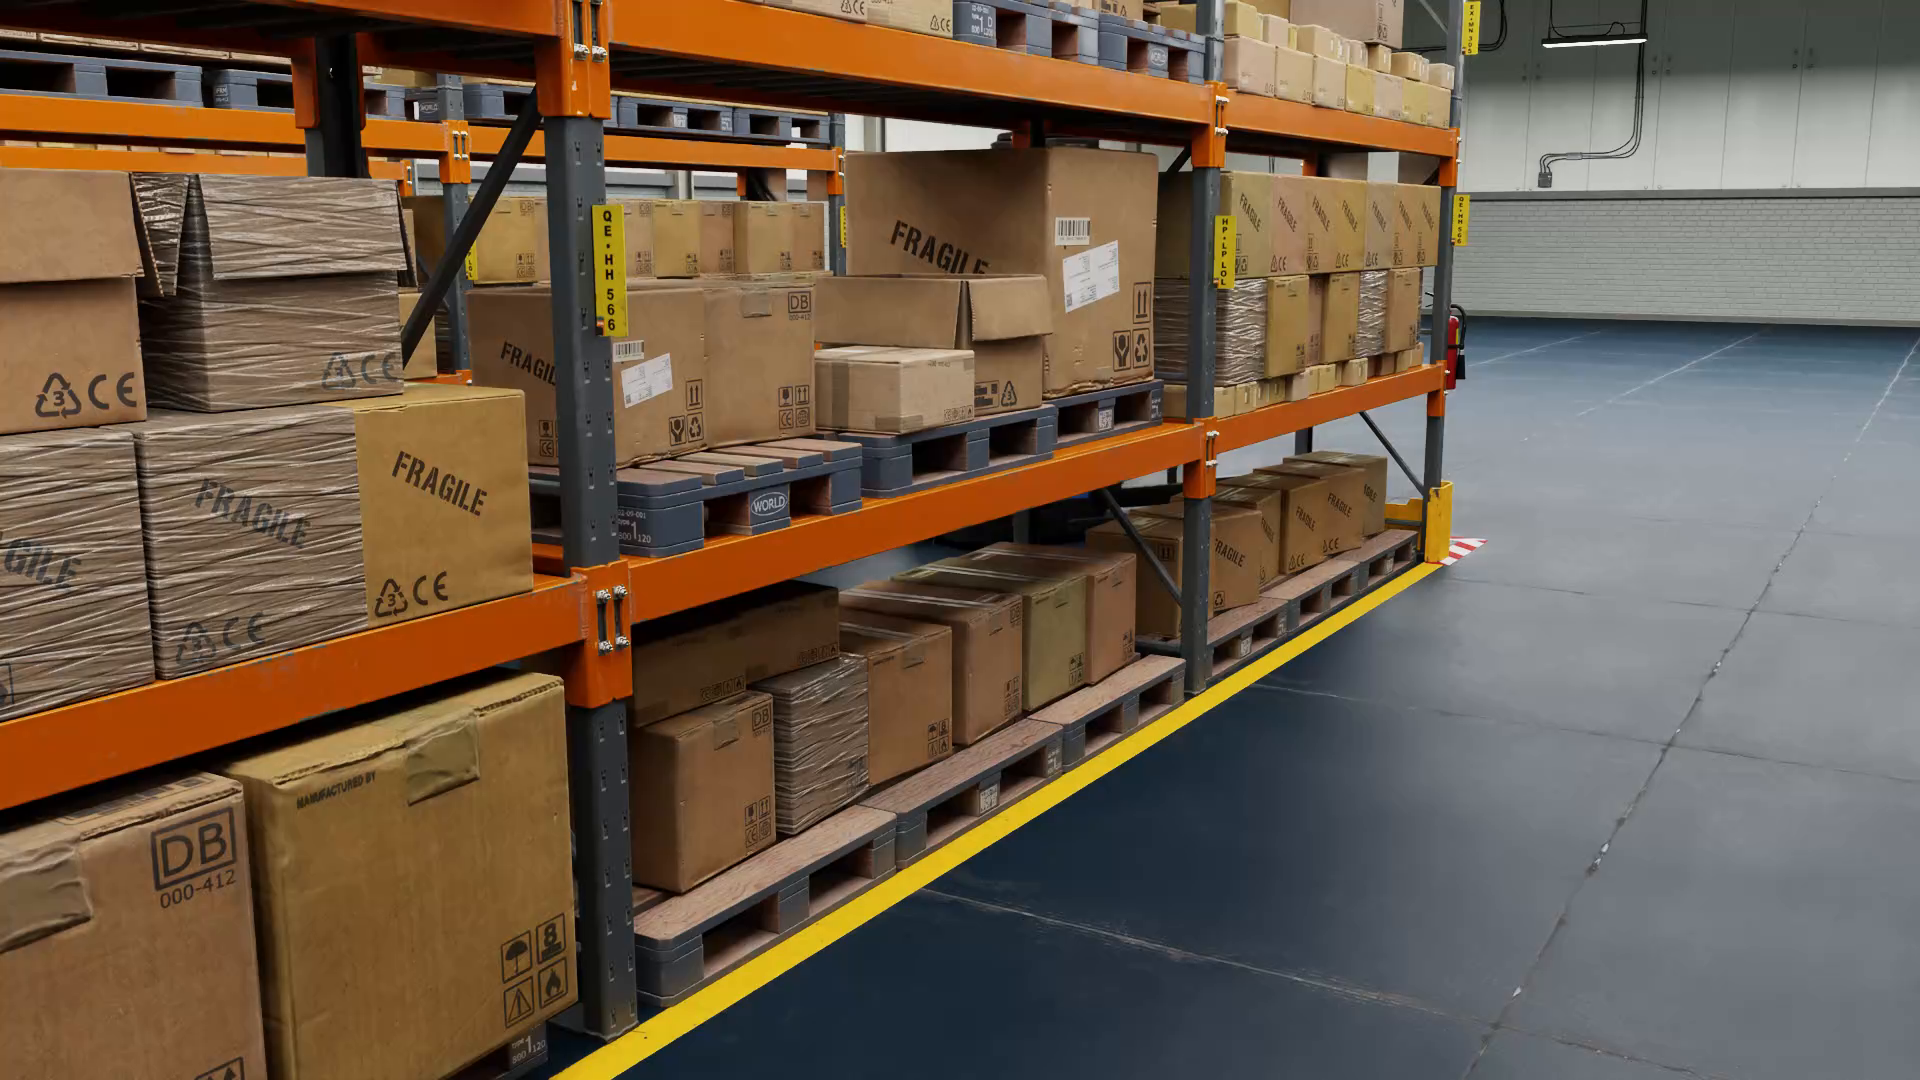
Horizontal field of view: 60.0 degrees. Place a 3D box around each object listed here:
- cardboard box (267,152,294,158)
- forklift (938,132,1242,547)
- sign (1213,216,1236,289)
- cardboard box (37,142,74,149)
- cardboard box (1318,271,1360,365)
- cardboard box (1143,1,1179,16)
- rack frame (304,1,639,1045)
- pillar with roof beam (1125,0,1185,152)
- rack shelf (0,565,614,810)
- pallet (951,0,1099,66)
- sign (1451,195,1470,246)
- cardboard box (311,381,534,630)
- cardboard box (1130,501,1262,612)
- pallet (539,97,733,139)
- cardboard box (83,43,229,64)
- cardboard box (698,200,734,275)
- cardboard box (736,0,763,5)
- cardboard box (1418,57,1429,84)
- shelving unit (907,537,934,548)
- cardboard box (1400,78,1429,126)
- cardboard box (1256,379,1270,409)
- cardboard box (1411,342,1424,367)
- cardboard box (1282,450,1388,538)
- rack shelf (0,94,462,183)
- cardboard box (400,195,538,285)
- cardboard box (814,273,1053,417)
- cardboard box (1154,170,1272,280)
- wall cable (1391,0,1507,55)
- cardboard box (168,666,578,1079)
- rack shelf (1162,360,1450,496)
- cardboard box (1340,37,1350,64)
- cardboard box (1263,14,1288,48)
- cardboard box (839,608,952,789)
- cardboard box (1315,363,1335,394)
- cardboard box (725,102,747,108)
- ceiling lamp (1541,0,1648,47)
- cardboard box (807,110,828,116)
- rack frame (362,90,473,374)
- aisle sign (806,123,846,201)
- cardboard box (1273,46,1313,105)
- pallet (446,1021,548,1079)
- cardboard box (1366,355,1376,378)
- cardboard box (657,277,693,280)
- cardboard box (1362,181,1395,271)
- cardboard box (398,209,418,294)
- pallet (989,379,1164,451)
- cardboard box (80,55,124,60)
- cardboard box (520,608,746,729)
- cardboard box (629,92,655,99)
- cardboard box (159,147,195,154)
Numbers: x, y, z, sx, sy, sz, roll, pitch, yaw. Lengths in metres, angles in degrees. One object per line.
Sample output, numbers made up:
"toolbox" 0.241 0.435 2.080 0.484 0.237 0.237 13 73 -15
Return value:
"cardboard box" -6.162 -3.472 14.797 0.380 0.149 0.250 6 12 30
"forklift" 1.081 -1.559 12.232 3.031 2.935 1.130 -6 12 -27
"sign" 1.199 -1.303 7.532 0.100 0.325 0.005 6 12 31
"cardboard box" -7.189 -3.145 13.050 0.380 0.149 0.250 6 12 31
"cardboard box" 1.768 -1.285 9.501 0.875 0.500 0.500 6 12 31
"cardboard box" 0.739 -2.797 8.068 0.500 0.500 0.500 6 12 29
"rack frame" -1.354 -0.157 4.558 1.000 3.000 0.127 6 12 31
"pillar with roof beam" 8.209 -10.068 41.194 9.100 9.000 0.548 6 12 31
"rack shelf" -2.392 0.511 2.944 1.077 0.370 4.000 6 12 31
"pallet" -0.224 -1.918 6.323 1.213 0.211 1.003 6 12 31
"sign" 3.264 -2.084 10.843 0.100 0.325 0.005 6 12 31
"cardboard box" -1.398 -0.105 4.008 0.500 0.500 0.500 7 13 32
"cardboard box" 1.256 0.086 8.910 0.500 0.500 0.500 -9 14 -39
"pallet" -2.396 -3.026 11.969 1.003 0.211 1.213 6 12 31
"cardboard box" -4.185 -2.666 8.634 0.500 0.311 0.500 6 12 29
"cardboard box" -2.226 -2.285 12.579 0.875 0.550 0.550 6 12 31
"cardboard box" -0.892 -1.608 4.561 0.500 0.250 0.500 7 12 32
"cardboard box" 2.639 -2.856 10.143 0.380 0.149 0.250 6 12 28
"shelving unit" -0.319 -0.561 11.603 0.189 1.200 0.258 -6 12 -27
"cardboard box" 2.510 -2.637 10.061 0.500 0.250 0.500 6 12 31
"cardboard box" 1.339 -0.748 8.396 0.380 0.149 0.250 6 12 31
"cardboard box" 2.828 -1.228 10.957 0.380 0.149 0.250 6 12 31
"cardboard box" 2.461 -0.297 10.954 0.500 0.500 0.500 9 14 41
"rack shelf" -4.502 -2.083 8.644 1.077 0.370 4.000 6 12 31
"cardboard box" -3.243 -1.936 10.714 0.875 0.550 0.550 6 12 31
"cardboard box" -0.098 -0.762 6.367 0.797 0.503 0.637 8 13 36
"cardboard box" 1.174 -1.520 8.038 0.500 0.500 0.500 6 12 31
"wall cable" 12.146 -13.454 41.634 3.097 2.526 0.112 6 12 31
"cardboard box" -1.730 0.787 4.146 1.225 0.875 0.875 6 12 28
"rack shelf" 1.762 -0.747 9.665 1.077 0.370 4.000 6 12 31
"cardboard box" 1.905 -2.657 9.084 0.380 0.149 0.250 7 13 32
"cardboard box" 1.395 -2.494 8.212 0.380 0.149 0.250 6 12 31
"cardboard box" -0.457 0.569 6.273 0.700 0.500 0.500 8 13 35
"cardboard box" 1.859 -0.905 9.236 0.380 0.149 0.250 6 12 31
"cardboard box" -1.798 -3.267 12.286 0.380 0.149 0.250 6 12 30
"ceiling lamp" 12.899 -11.581 33.413 2.000 3.185 0.800 6 12 31
"cardboard box" -1.270 -3.427 13.142 0.380 0.149 0.250 6 12 31
"rack frame" -3.463 -1.276 10.534 1.000 3.000 0.127 6 12 31
"aisle sign" -1.094 -3.166 13.562 0.394 0.787 0.004 6 12 31
"cardboard box" 1.446 -2.317 8.351 0.500 0.250 0.500 6 12 30
"pallet" -1.827 1.330 4.191 1.003 0.211 1.213 6 12 31
"cardboard box" 2.304 -1.071 10.120 0.380 0.149 0.250 6 12 31
"cardboard box" -2.445 -1.664 12.200 0.875 0.550 0.500 6 12 31
"cardboard box" 2.209 -1.835 9.720 0.500 0.500 0.500 6 12 31
"cardboard box" -3.716 -1.738 10.013 0.700 0.500 0.500 6 12 30
"pallet" 0.202 -0.586 7.368 1.003 0.211 1.213 6 12 31
"cardboard box" -4.616 -2.666 8.759 0.396 0.266 0.258 6 12 31
"cardboard box" -1.031 0.378 5.257 0.500 0.250 0.500 7 13 33
"cardboard box" -2.324 -3.108 11.437 0.380 0.149 0.250 6 12 31
"cardboard box" -6.631 -3.304 13.898 0.380 0.149 0.250 6 12 30
